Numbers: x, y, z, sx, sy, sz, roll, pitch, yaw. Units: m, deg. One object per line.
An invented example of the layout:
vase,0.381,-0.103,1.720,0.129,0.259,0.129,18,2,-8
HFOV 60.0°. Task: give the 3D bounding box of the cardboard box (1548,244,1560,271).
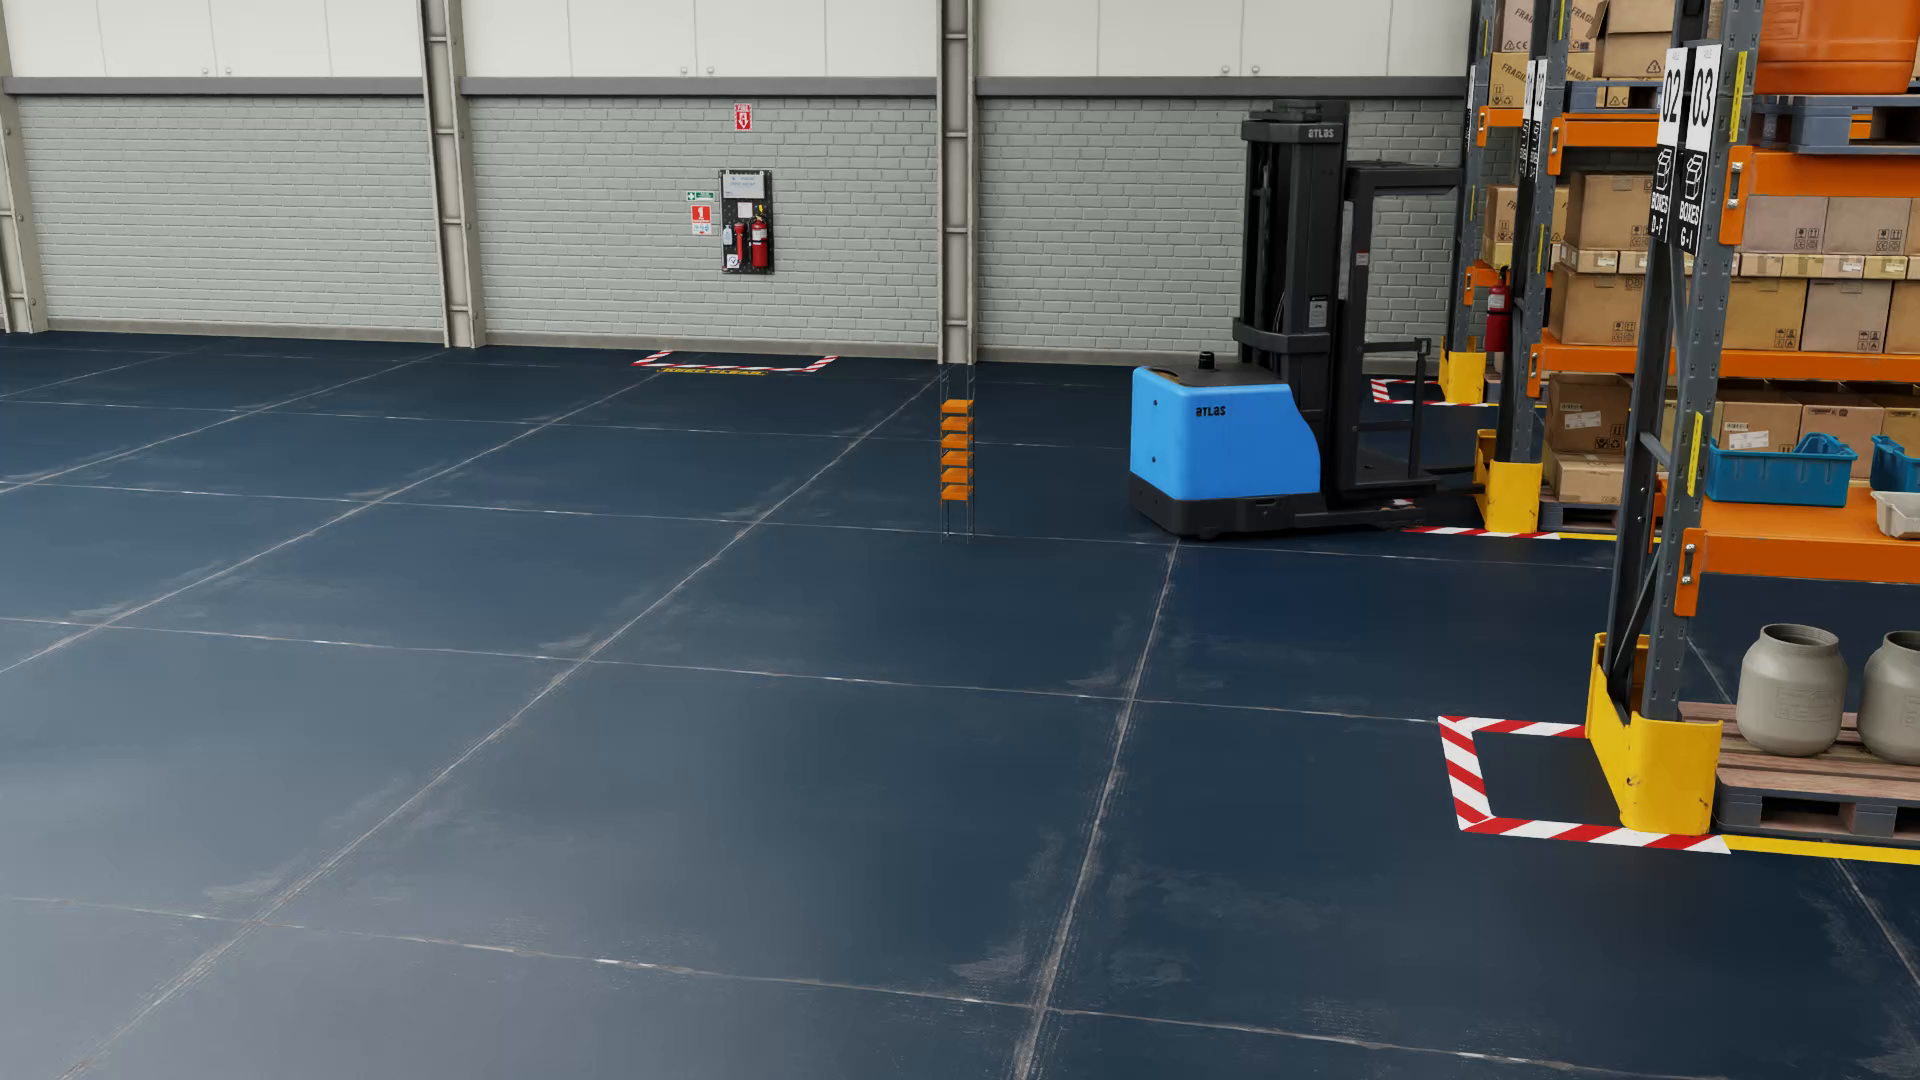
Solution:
cardboard box,5.922,-2.746,16.029,0.500,0.250,0.500,3,16,9

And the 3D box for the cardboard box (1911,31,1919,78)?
cardboard box,6.343,-3.318,10.991,0.637,0.503,0.797,5,16,17

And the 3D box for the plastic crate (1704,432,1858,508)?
plastic crate,3.571,-0.330,7.342,0.616,0.251,0.499,3,16,11

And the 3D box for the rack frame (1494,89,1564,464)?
rack frame,4.012,-1.645,11.813,0.127,3.000,1.000,3,16,11

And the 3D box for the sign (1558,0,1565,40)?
sign,3.895,-3.405,10.762,0.005,0.325,0.100,3,16,11

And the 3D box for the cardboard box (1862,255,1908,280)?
cardboard box,6.118,-1.833,11.088,0.250,0.149,0.380,4,16,13

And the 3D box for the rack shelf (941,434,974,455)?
rack shelf,-0.014,-0.652,11.314,0.180,0.103,0.258,3,16,11

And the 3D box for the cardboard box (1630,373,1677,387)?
cardboard box,6.923,-1.806,16.251,0.500,0.500,0.700,2,16,8

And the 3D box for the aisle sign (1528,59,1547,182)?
aisle sign,3.886,-2.822,11.189,0.004,0.787,0.394,3,16,11

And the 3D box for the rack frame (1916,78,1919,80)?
rack frame,8.915,-5.620,14.923,0.127,3.000,1.000,3,16,11

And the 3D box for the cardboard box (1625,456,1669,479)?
cardboard box,4.984,-0.410,11.718,0.500,0.250,0.500,3,16,11

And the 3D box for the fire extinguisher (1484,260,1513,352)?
fire extinguisher,3.989,-1.736,12.285,0.183,0.674,0.296,3,16,11

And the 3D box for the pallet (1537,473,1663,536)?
pallet,4.770,-0.272,12.078,1.213,0.211,1.003,3,16,11

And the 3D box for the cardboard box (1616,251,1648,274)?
cardboard box,4.613,-1.916,11.386,0.250,0.149,0.380,3,16,10

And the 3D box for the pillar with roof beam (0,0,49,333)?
pillar with roof beam,-12.643,-5.853,15.765,0.400,9.000,9.100,3,16,11

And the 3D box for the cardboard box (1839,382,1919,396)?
cardboard box,6.560,-0.831,11.832,0.500,0.500,0.500,3,16,11

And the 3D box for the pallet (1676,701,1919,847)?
pallet,3.900,1.030,7.377,1.213,0.211,1.003,3,16,11

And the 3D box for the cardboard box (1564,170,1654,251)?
cardboard box,4.519,-2.288,11.515,0.500,0.500,0.700,3,16,11

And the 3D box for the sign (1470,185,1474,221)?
sign,4.887,-3.217,15.864,0.005,0.325,0.100,3,16,11

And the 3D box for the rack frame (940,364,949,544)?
rack frame,-0.104,-0.584,11.352,0.006,1.200,0.240,3,16,11

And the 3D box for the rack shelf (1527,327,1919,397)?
rack shelf,5.972,-1.192,11.525,4.000,0.370,1.077,3,16,11

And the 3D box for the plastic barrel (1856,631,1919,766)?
plastic barrel,4.173,0.688,7.261,0.421,0.512,0.421,0,15,0

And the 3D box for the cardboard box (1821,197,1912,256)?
cardboard box,6.020,-2.208,11.227,0.500,0.500,0.700,3,16,11

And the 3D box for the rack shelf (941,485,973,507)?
rack shelf,-0.014,-0.305,11.411,0.180,0.103,0.258,3,16,11

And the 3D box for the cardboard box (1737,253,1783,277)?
cardboard box,5.365,-1.874,11.238,0.250,0.149,0.380,3,16,9

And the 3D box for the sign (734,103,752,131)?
sign,-2.428,-4.735,18.623,0.199,0.298,0.001,3,16,11

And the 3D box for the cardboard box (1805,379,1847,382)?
cardboard box,8.385,-1.596,16.118,0.250,0.166,0.380,1,16,4

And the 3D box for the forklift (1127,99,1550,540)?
forklift,2.805,-1.606,11.801,3.031,2.935,1.130,-4,16,-14

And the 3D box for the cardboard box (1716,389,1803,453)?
cardboard box,5.476,-0.748,11.533,0.500,0.500,0.500,3,16,11

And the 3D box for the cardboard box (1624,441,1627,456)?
cardboard box,5.089,-0.548,12.215,0.500,0.250,0.500,3,16,11

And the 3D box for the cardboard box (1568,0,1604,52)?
cardboard box,5.806,-4.803,15.495,0.500,0.500,0.500,3,16,10

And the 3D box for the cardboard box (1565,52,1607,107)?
cardboard box,5.792,-4.324,15.638,0.500,0.500,0.500,4,16,15

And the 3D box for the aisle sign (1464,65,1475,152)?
aisle sign,4.865,-4.120,15.875,0.004,0.787,0.394,3,16,11

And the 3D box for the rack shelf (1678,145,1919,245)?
rack shelf,4.981,-1.342,6.447,4.000,0.370,1.077,3,16,11

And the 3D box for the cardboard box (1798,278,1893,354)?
cardboard box,5.984,-1.584,11.403,0.500,0.500,0.700,4,16,13

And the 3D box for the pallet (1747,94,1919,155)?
pallet,3.812,-1.635,6.509,1.213,0.211,1.003,3,16,11

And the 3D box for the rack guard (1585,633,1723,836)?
rack guard,3.105,0.847,7.499,0.348,0.500,1.175,3,16,11

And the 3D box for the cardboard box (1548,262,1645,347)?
cardboard box,4.467,-1.665,11.698,0.500,0.500,0.700,3,16,11

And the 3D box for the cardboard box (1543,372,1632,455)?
cardboard box,4.597,-0.933,12.202,0.500,0.500,0.500,3,16,11

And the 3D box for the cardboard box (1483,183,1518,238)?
cardboard box,5.500,-3.271,16.519,0.500,0.500,0.500,3,16,10

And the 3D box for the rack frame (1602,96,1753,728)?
rack frame,3.021,-0.350,7.136,0.127,3.000,1.000,3,16,11

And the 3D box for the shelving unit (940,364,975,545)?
shelving unit,-0.014,-0.579,11.335,0.189,1.200,0.258,3,16,11
